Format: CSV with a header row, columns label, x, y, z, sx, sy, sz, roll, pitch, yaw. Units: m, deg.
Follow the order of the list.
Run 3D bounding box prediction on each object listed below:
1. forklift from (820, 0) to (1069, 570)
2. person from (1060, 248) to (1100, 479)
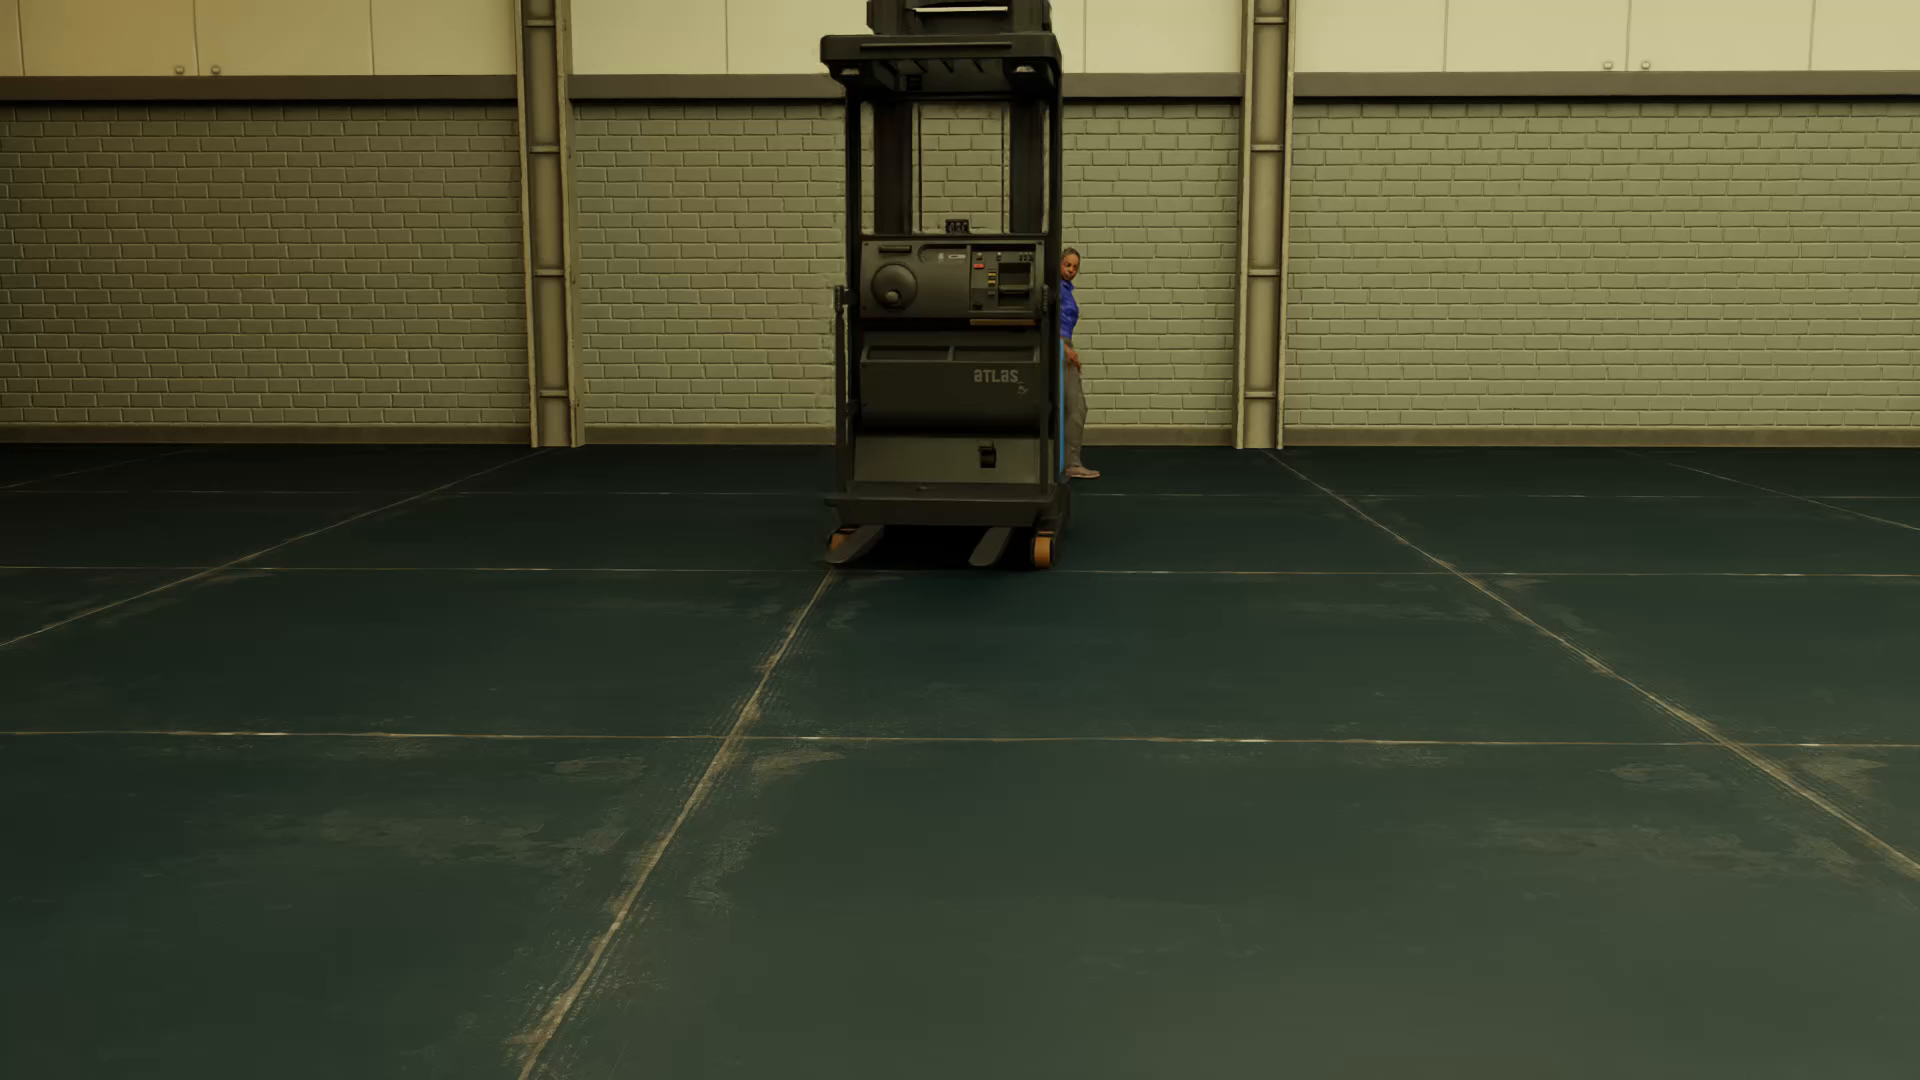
label,x,y,z,sx,sy,sz,roll,pitch,yaw
forklift,-0.061,-1.357,8.180,1.130,2.935,3.031,1,9,6
person,0.775,-1.265,11.913,0.466,1.634,0.648,0,9,2
